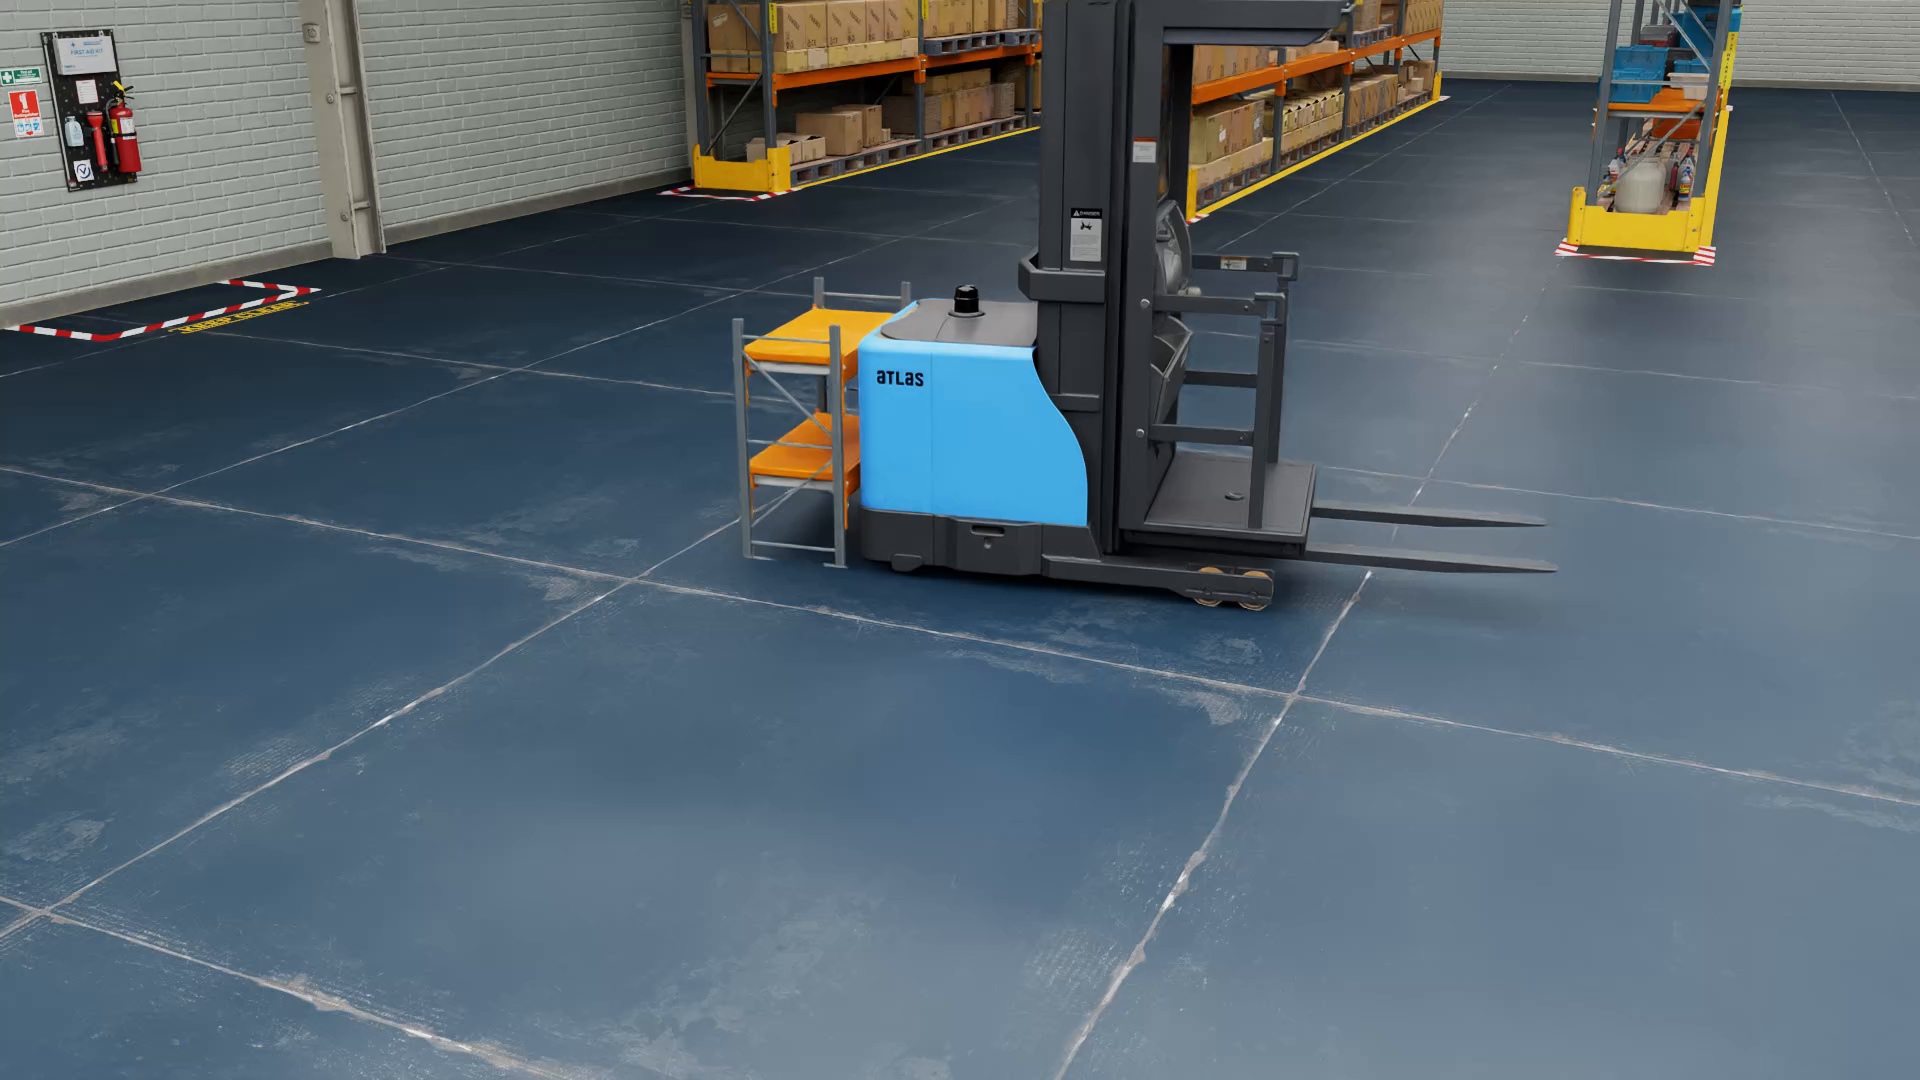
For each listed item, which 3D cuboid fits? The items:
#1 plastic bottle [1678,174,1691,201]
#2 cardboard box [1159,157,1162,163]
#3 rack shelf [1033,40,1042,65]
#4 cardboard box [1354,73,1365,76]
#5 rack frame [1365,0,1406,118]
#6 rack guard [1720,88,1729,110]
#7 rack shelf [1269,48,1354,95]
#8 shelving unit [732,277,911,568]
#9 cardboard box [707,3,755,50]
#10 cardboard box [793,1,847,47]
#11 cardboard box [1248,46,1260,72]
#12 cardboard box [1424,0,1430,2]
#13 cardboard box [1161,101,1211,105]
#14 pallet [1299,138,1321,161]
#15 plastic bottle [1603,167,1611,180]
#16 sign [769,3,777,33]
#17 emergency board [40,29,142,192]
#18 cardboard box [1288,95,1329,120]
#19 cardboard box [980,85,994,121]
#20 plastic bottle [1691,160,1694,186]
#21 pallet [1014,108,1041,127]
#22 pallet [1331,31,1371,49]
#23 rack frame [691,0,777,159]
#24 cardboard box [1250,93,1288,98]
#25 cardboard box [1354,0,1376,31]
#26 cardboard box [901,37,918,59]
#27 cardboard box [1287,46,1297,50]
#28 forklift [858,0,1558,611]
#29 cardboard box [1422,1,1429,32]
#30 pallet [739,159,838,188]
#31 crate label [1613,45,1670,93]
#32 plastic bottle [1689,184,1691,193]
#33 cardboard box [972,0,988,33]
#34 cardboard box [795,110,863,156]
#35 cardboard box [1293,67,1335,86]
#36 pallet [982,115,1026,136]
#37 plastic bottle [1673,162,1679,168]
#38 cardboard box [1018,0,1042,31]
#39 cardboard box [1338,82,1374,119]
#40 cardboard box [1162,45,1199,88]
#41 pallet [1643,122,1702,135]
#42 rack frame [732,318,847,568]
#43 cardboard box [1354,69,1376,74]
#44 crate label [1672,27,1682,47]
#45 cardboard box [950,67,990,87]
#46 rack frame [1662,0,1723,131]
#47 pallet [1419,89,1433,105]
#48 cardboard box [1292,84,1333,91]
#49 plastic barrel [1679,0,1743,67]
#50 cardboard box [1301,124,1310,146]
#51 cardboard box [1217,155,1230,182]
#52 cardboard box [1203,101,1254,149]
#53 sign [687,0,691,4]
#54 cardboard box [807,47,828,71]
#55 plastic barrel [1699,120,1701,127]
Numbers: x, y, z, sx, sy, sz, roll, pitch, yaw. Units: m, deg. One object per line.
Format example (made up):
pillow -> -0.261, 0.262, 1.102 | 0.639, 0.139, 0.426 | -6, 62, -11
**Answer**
plastic bottle -> 7.458, -3.631, 17.118 | 0.097, 0.271, 0.097 | 0, 20, 0
cardboard box -> 2.058, -4.140, 18.611 | 0.500, 0.250, 0.500 | 9, 21, 23
rack shelf -> 1.488, -8.275, 27.835 | 1.077, 0.370, 4.000 | 9, 21, 23
cardboard box -> 6.407, -7.462, 27.549 | 0.500, 0.500, 0.500 | 8, 21, 20
rack frame -> 6.828, -8.547, 27.526 | 1.000, 3.000, 0.127 | 9, 21, 23
rack guard -> 12.981, -7.921, 29.494 | 1.175, 0.500, 0.348 | 9, 21, 23
rack shelf -> 4.371, -6.374, 22.489 | 1.077, 0.370, 4.000 | 9, 21, 23
shelving unit -> -0.625, -0.591, 7.953 | 0.538, 1.125, 1.048 | 5, 20, 15
cardboard box -> -2.608, -6.023, 19.502 | 0.500, 0.500, 0.500 | 8, 21, 22
cardboard box -> -1.708, -6.261, 20.172 | 0.500, 0.500, 0.500 | 8, 21, 21
cardboard box -> 3.166, -5.850, 19.793 | 0.700, 0.500, 0.500 | 8, 21, 22
cardboard box -> 7.910, -9.644, 28.968 | 0.500, 0.500, 0.500 | 9, 22, 24
cardboard box -> 2.667, -4.953, 19.776 | 0.500, 0.500, 0.500 | 9, 21, 23
pallet -> 4.316, -5.393, 22.817 | 1.003, 0.211, 1.213 | 9, 21, 23
plastic bottle -> 6.815, -3.785, 17.533 | 0.061, 0.283, 0.133 | 9, 22, 24
sign -> -2.112, -5.891, 18.765 | 0.100, 0.325, 0.005 | 9, 21, 23
emergency board -> -6.613, -3.306, 12.787 | 0.194, 1.169, 0.643 | 9, 21, 23
cardboard box -> 4.784, -5.983, 22.956 | 0.500, 0.311, 0.500 | 8, 21, 22
cardboard box -> 0.105, -6.664, 25.304 | 0.700, 0.500, 0.500 | 9, 21, 23
plastic bottle -> 7.961, -3.998, 18.130 | 0.061, 0.283, 0.133 | 10, 22, 26
pallet -> 1.061, -6.920, 27.111 | 1.003, 0.211, 1.213 | 9, 21, 23
pallet -> 5.403, -7.451, 24.729 | 1.213, 0.211, 1.003 | 9, 21, 23
rack frame -> -2.607, -5.557, 19.119 | 1.000, 3.000, 0.127 | 9, 21, 23
cardboard box -> 4.289, -6.054, 23.155 | 0.500, 0.311, 0.500 | 8, 21, 21
cardboard box -> 5.894, -8.031, 25.298 | 0.700, 0.500, 0.500 | 13, 23, 33
cardboard box -> -0.886, -6.533, 22.055 | 0.500, 0.250, 0.500 | 9, 21, 23
cardboard box -> 4.097, -6.542, 21.739 | 0.500, 0.500, 0.500 | 10, 22, 27
forklift -> 1.112, -1.276, 7.182 | 3.031, 2.935, 1.130 | 5, 20, 13
cardboard box -> 7.906, -9.178, 29.150 | 0.500, 0.500, 0.500 | 8, 21, 22
pallet -> -2.211, -4.510, 20.336 | 1.003, 0.211, 1.213 | 9, 21, 23
crate label -> 6.938, -4.814, 16.977 | 0.502, 0.435, 0.616 | 9, 21, 23
plastic bottle -> 7.680, -3.764, 17.596 | 0.097, 0.201, 0.097 | 0, 20, 0
cardboard box -> -0.004, -7.728, 24.418 | 0.700, 0.500, 0.500 | 9, 21, 23
cardboard box -> -1.662, -5.178, 21.125 | 0.700, 0.500, 0.500 | 7, 21, 19
cardboard box -> 5.378, -7.043, 25.251 | 0.500, 0.250, 0.500 | 9, 22, 25
pallet -> 0.348, -6.450, 25.792 | 1.003, 0.211, 1.213 | 9, 21, 23
plastic bottle -> 7.754, -3.961, 18.026 | 0.061, 0.283, 0.133 | 9, 21, 23
cardboard box -> 1.101, -8.313, 26.244 | 0.500, 0.500, 0.500 | 9, 22, 24
cardboard box -> 6.056, -6.767, 25.595 | 0.500, 0.500, 0.500 | 8, 21, 22
cardboard box -> 2.117, -5.067, 17.590 | 0.700, 0.500, 0.500 | 9, 21, 23
pallet -> 10.493, -5.948, 24.379 | 1.003, 0.211, 1.213 | 9, 21, 23
rack frame -> -0.765, -0.428, 7.493 | 0.500, 1.125, 0.032 | 5, 20, 15
cardboard box -> 6.802, -7.790, 28.470 | 0.500, 0.500, 0.500 | 9, 21, 23
crate label -> 9.054, -6.394, 21.417 | 0.502, 0.435, 0.616 | 9, 21, 23
cardboard box -> 0.131, -6.993, 25.110 | 0.500, 0.250, 0.500 | 9, 21, 24
rack frame -> 11.345, -7.866, 25.611 | 1.000, 3.000, 0.127 | 9, 21, 23
pallet -> 8.109, -8.189, 30.680 | 1.003, 0.211, 1.213 | 9, 21, 23
cardboard box -> 5.359, -6.672, 25.327 | 0.500, 0.500, 0.500 | 9, 22, 25
plastic barrel -> 8.504, -5.734, 18.866 | 0.600, 0.901, 0.708 | 9, 21, 23
cardboard box -> 4.363, -5.408, 22.176 | 0.500, 0.250, 0.500 | 8, 21, 21
cardboard box -> 2.743, -4.221, 18.837 | 0.500, 0.250, 0.500 | 9, 21, 23
cardboard box -> 3.145, -4.881, 19.574 | 0.500, 0.500, 0.500 | 9, 21, 23
sign -> -3.105, -6.334, 19.103 | 0.100, 0.325, 0.005 | 9, 21, 23
cardboard box -> -1.918, -5.762, 19.889 | 0.500, 0.250, 0.500 | 8, 21, 21
plastic barrel -> 10.355, -6.202, 23.905 | 0.600, 0.588, 0.708 | 9, 21, 23
